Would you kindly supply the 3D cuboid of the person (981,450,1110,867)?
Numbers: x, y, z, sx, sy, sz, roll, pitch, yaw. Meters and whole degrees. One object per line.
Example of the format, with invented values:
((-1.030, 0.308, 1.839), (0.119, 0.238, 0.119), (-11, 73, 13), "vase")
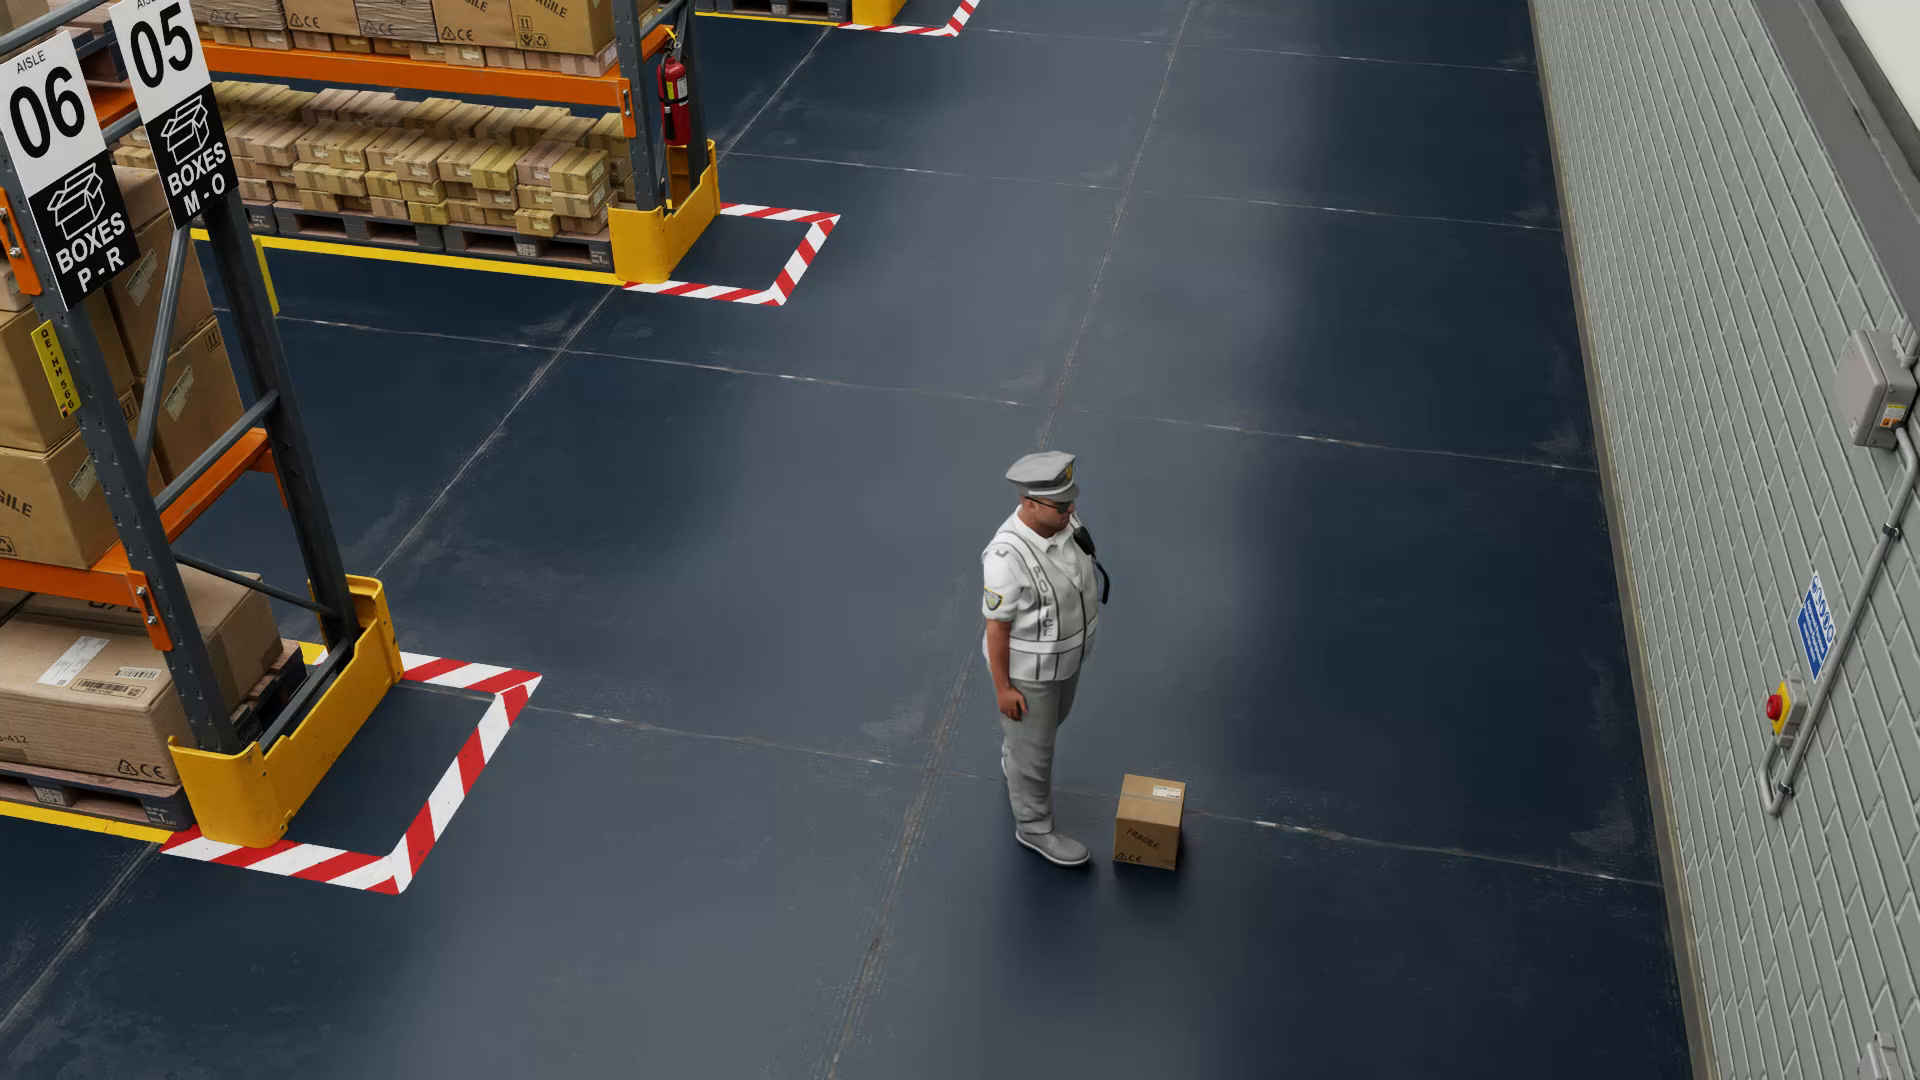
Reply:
((0.338, 0.446, 6.339), (0.581, 1.779, 0.541), (22, 42, 27), "person")
